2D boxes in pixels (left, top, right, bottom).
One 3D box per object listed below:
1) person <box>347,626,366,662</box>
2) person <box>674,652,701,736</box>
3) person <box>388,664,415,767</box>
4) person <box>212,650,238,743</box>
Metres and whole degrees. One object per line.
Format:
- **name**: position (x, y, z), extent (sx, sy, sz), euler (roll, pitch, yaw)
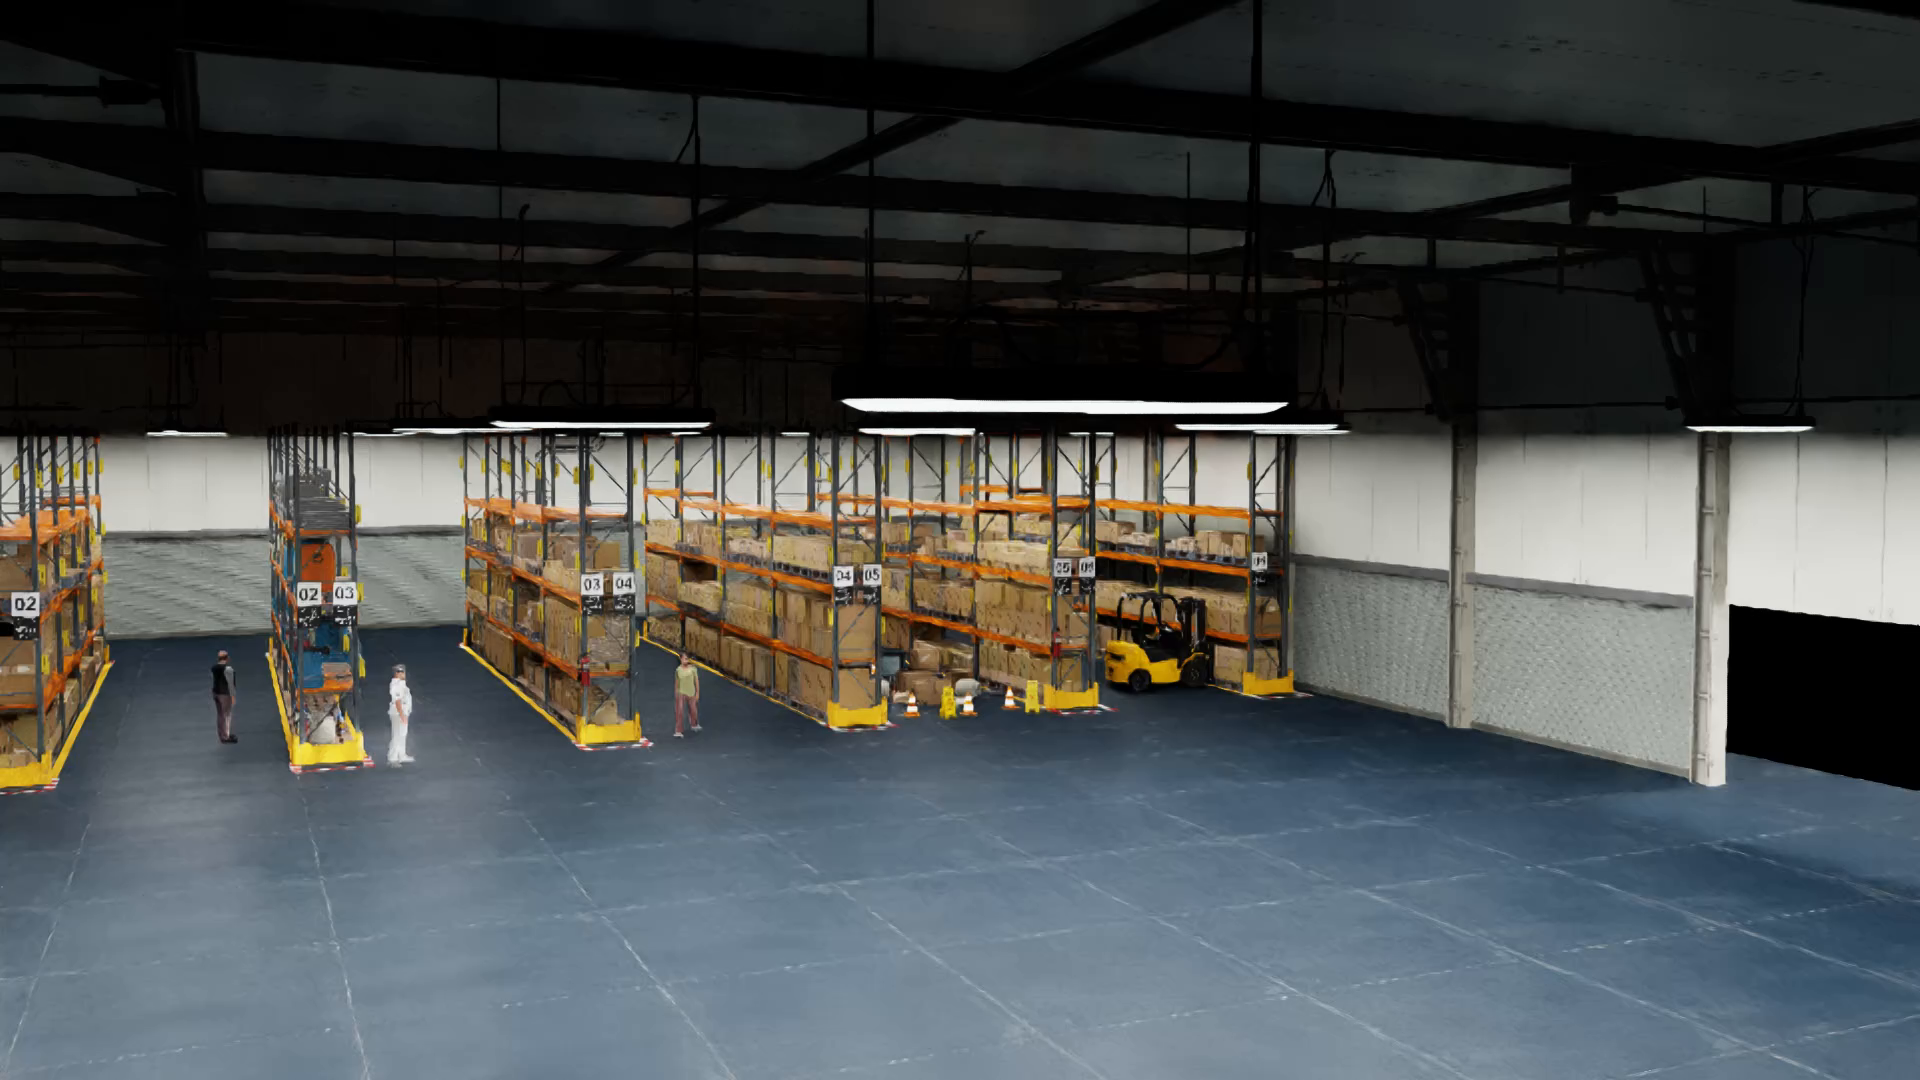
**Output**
- **person**: position (-15.617, 2.330, 42.389), extent (0.656, 1.597, 0.818), euler (-3, 5, -40)
- **person**: position (-5.274, 2.952, 32.128), extent (0.490, 1.608, 0.955), euler (0, 3, -4)
- **person**: position (-9.815, 3.046, 29.143), extent (0.413, 1.762, 0.711), euler (-1, 4, -13)
- **person**: position (-13.819, 2.932, 31.329), extent (0.584, 1.727, 0.450), euler (2, 4, 35)
